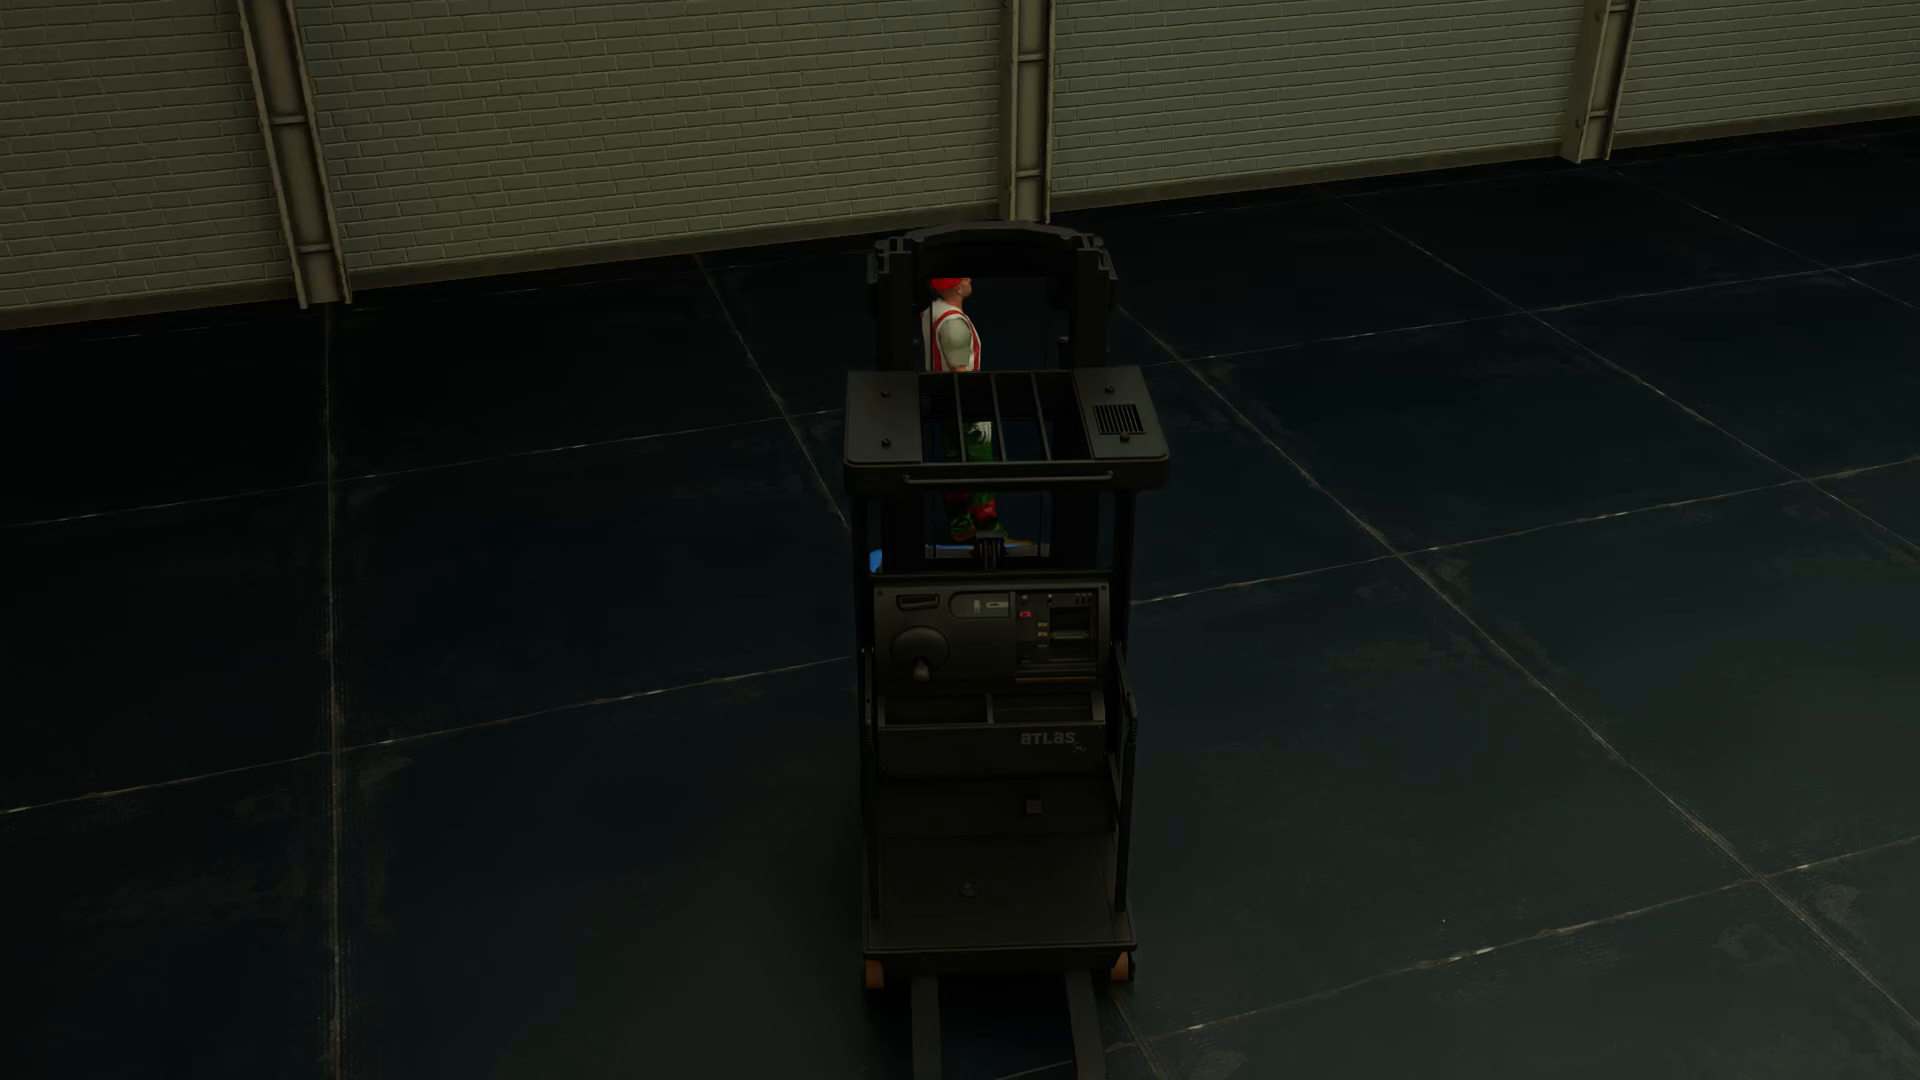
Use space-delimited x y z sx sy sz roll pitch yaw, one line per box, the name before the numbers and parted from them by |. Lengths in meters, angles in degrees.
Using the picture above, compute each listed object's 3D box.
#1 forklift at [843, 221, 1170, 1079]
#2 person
forklift | 0.139 0.406 6.381 1.130 2.935 3.031 -1 30 -2
person | 0.080 -0.789 9.588 0.564 1.787 0.637 -10 31 -16
